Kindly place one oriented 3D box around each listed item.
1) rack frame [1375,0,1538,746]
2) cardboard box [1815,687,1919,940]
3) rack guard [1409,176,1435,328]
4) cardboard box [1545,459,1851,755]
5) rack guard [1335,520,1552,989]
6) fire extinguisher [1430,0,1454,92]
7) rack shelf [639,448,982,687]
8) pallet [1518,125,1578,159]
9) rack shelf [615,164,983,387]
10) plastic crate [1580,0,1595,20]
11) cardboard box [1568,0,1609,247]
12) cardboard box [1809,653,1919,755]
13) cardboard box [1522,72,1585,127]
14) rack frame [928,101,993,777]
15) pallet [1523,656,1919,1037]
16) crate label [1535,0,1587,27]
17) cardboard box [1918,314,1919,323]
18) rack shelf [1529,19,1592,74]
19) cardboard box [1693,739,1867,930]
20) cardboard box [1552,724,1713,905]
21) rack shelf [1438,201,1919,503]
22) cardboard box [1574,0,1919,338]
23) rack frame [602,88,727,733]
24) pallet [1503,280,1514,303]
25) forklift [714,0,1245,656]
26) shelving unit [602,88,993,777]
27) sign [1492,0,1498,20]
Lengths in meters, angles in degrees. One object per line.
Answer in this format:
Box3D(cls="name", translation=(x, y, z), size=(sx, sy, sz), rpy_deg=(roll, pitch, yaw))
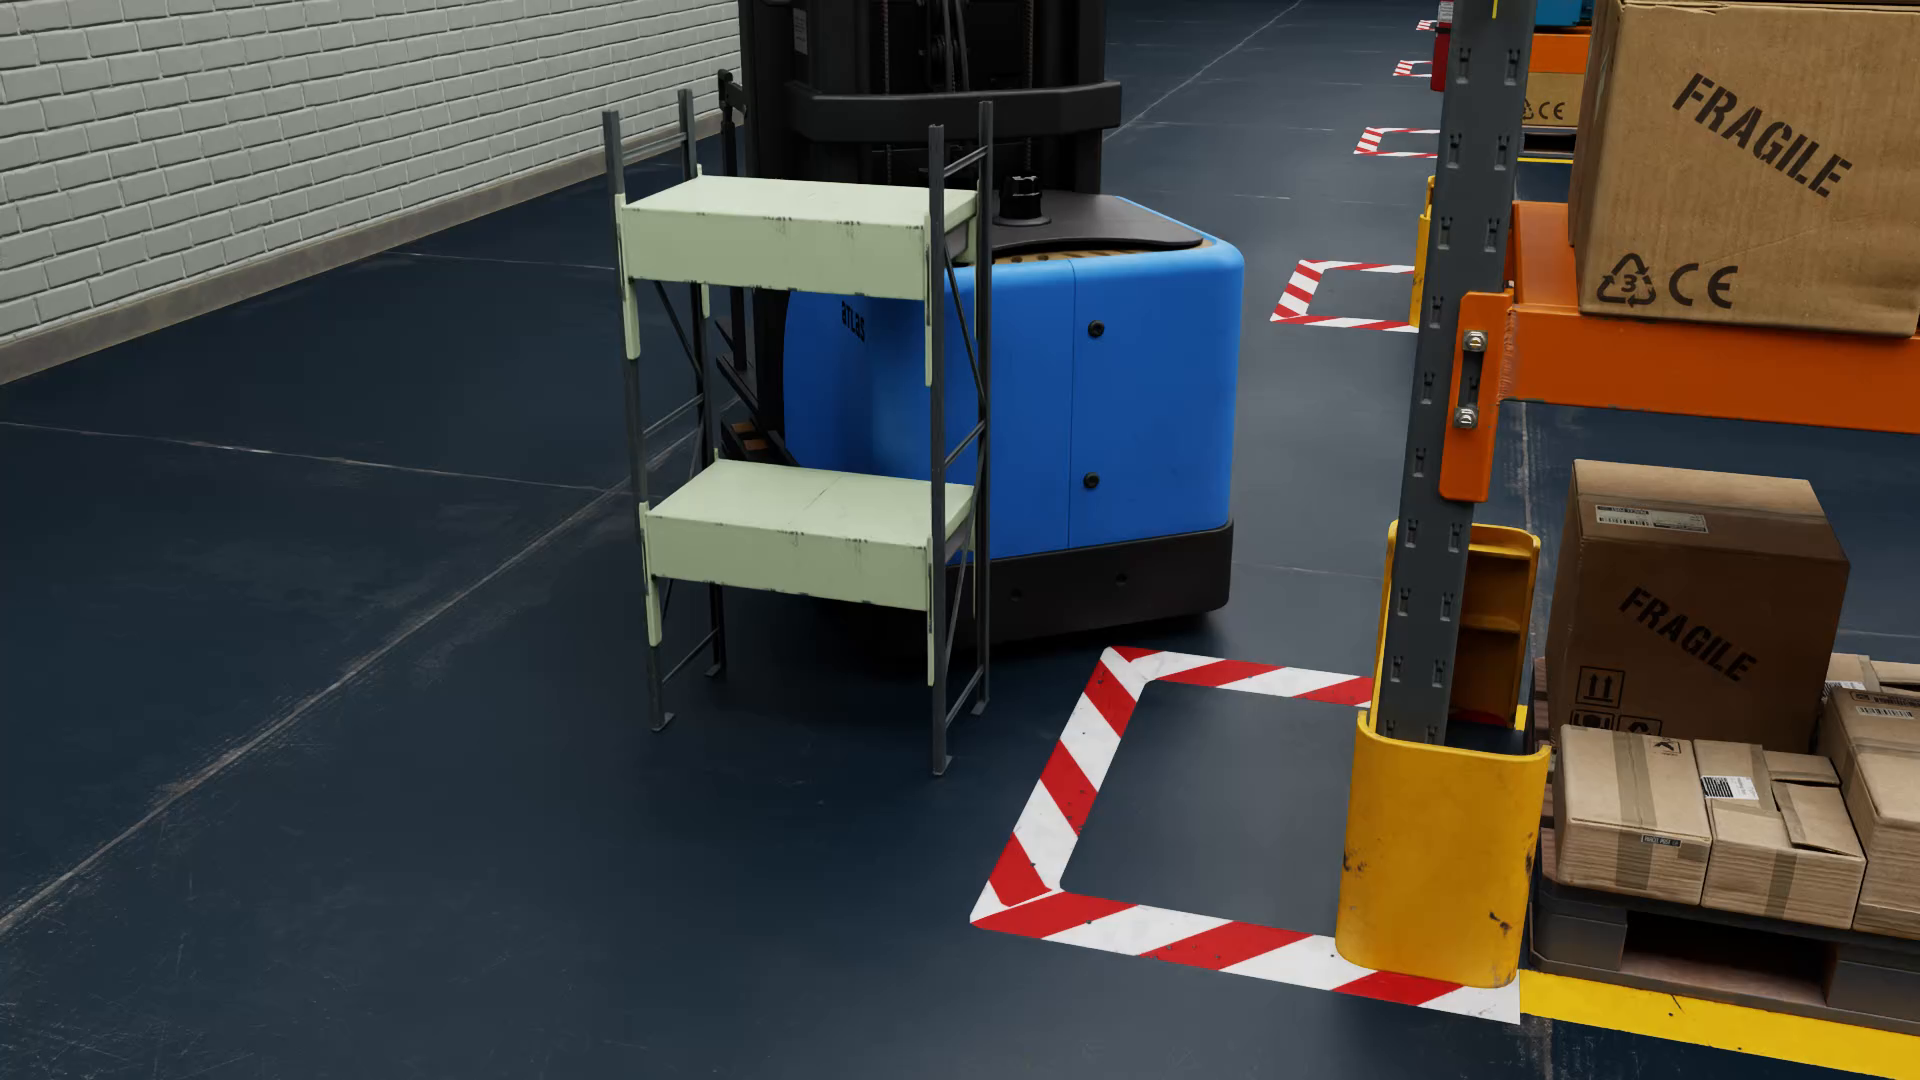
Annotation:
Box3D(cls="rack frame", translation=(0.990, -0.763, 3.178), size=(0.127, 3.000, 1.000), rpy_deg=(7, 23, 16))
Box3D(cls="cardboard box", translation=(1.907, 0.523, 3.086), size=(0.500, 0.250, 0.500), rpy_deg=(7, 23, 16))
Box3D(cls="rack guard", translation=(2.397, -1.404, 8.034), size=(0.348, 0.500, 1.175), rpy_deg=(7, 23, 16))
Box3D(cls="cardboard box", translation=(1.581, 0.160, 3.642), size=(0.500, 0.500, 0.500), rpy_deg=(7, 23, 16))
Box3D(cls="rack guard", translation=(1.062, 0.402, 3.632), size=(0.348, 0.500, 1.175), rpy_deg=(7, 23, 16))
Box3D(cls="fire extinguisher", translation=(2.411, -2.536, 8.093), size=(0.183, 0.674, 0.296), rpy_deg=(7, 23, 16))
Box3D(cls="rack shelf", translation=(-0.345, 0.051, 4.028), size=(0.720, 0.370, 0.431), rpy_deg=(7, 23, 16))
Box3D(cls="pallet", translation=(4.643, -3.013, 12.336), size=(1.213, 0.211, 1.003), rpy_deg=(7, 23, 16))
Box3D(cls="rack shelf", translation=(-0.345, -0.612, 3.756), size=(0.720, 0.370, 0.431), rpy_deg=(7, 23, 16))
Box3D(cls="plastic crate", translation=(2.799, -2.638, 7.622), size=(0.499, 0.435, 0.616), rpy_deg=(7, 23, 16))
Box3D(cls="cardboard box", translation=(1.497, -0.859, 3.280), size=(0.500, 0.500, 0.500), rpy_deg=(7, 23, 17))
Box3D(cls="cardboard box", translation=(1.943, 0.391, 3.517), size=(0.250, 0.166, 0.380), rpy_deg=(7, 23, 16))
Box3D(cls="cardboard box", translation=(4.491, -3.532, 12.175), size=(0.875, 0.875, 0.875), rpy_deg=(7, 23, 16))
Box3D(cls="rack frame", translation=(0.005, -0.210, 3.805), size=(0.023, 1.500, 0.400), rpy_deg=(7, 23, 16))
Box3D(cls="pallet", translation=(1.826, 0.622, 3.475), size=(1.213, 0.211, 1.003), rpy_deg=(7, 23, 16))
Box3D(cls="crate label", translation=(2.565, -2.366, 7.227), size=(0.303, 0.233, 0.416), rpy_deg=(7, 23, 16))
Box3D(cls="cardboard box", translation=(1.834, -0.610, 2.674), size=(0.500, 0.500, 0.500), rpy_deg=(6, 23, 15))
Box3D(cls="rack shelf", translation=(4.339, -2.010, 7.167), size=(4.000, 0.370, 1.077), rpy_deg=(7, 23, 16))
Box3D(cls="cardboard box", translation=(1.531, 0.542, 3.149), size=(0.250, 0.166, 0.380), rpy_deg=(7, 23, 16))
Box3D(cls="cardboard box", translation=(1.291, 0.523, 3.219), size=(0.250, 0.149, 0.380), rpy_deg=(7, 23, 16))
Box3D(cls="rack shelf", translation=(2.904, -0.211, 2.780), size=(4.000, 0.370, 1.077), rpy_deg=(7, 23, 16))
Box3D(cls="cardboard box", translation=(1.338, -0.665, 2.807), size=(0.500, 0.500, 0.500), rpy_deg=(7, 23, 17))
Box3D(cls="rack frame", translation=(-0.695, -0.291, 4.004), size=(0.023, 1.500, 0.400), rpy_deg=(7, 23, 16))
Box3D(cls="pallet", translation=(3.202, -1.168, 7.839), size=(1.213, 0.211, 1.003), rpy_deg=(7, 23, 16))
Box3D(cls="forklift", translation=(-0.206, -1.582, 5.264), size=(1.130, 2.935, 3.031), rpy_deg=(-7, 23, -18))
Box3D(cls="shelving unit", translation=(-0.345, -0.250, 3.904), size=(0.755, 1.500, 0.431), rpy_deg=(7, 23, 16))
Box3D(cls="sign", translation=(0.833, -0.967, 2.533), size=(0.005, 0.325, 0.100), rpy_deg=(7, 23, 16))
